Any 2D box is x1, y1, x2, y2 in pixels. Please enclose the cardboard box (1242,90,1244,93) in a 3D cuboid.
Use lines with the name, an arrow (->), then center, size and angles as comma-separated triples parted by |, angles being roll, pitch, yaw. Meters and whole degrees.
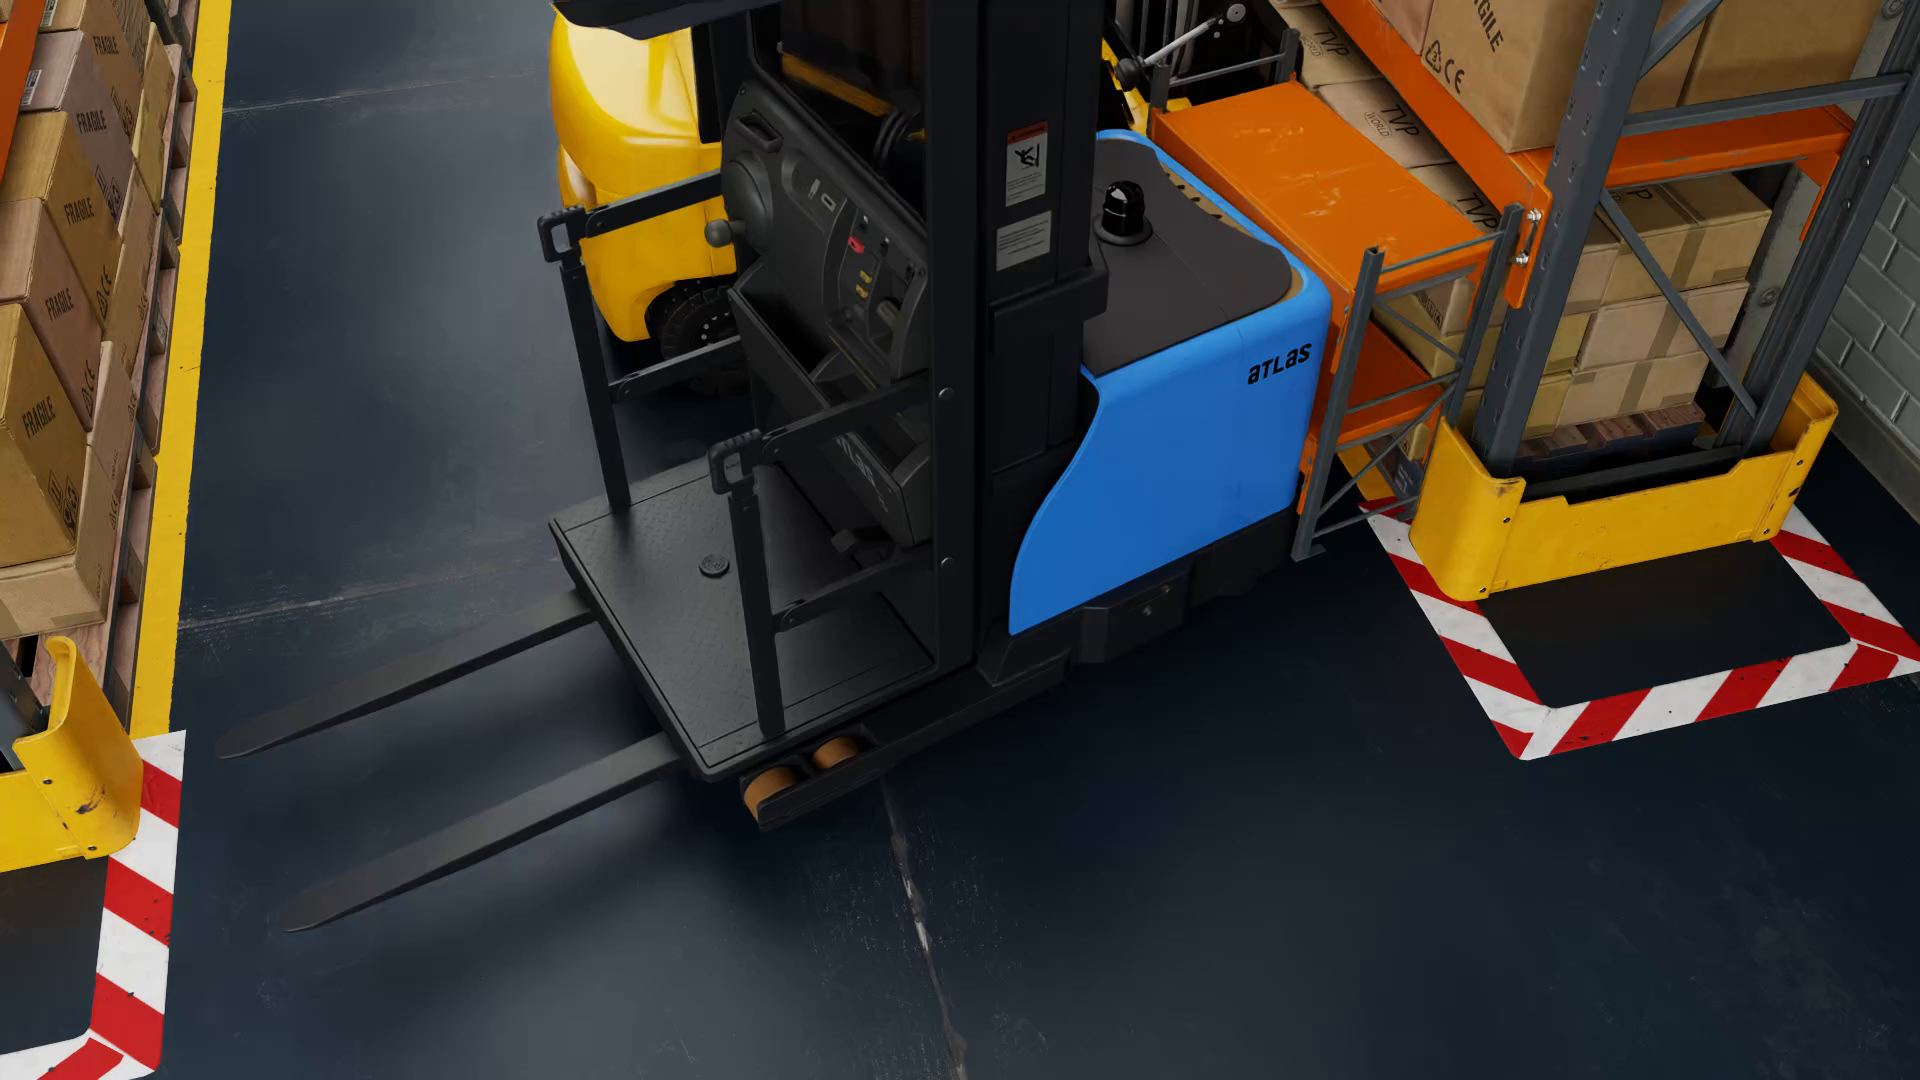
cardboard box -> 1.309, -1.434, 5.836 | 0.500, 0.250, 0.500 | -12, 47, -11

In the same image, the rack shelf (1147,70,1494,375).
rack shelf -> 1.020, -0.946, 4.811 | 0.538, 0.278, 1.000 | -19, 49, -20

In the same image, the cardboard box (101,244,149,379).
cardboard box -> -3.006, -0.704, 5.471 | 0.500, 0.250, 0.500 | -8, 46, -8

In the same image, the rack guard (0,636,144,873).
rack guard -> -2.811, 0.638, 4.274 | 1.175, 0.500, 0.348 | -11, 47, -10

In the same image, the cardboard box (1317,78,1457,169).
cardboard box -> 1.450, -1.241, 5.297 | 0.500, 0.250, 0.500 | -10, 46, -10

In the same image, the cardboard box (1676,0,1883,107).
cardboard box -> 2.148, -1.522, 4.571 | 0.500, 0.500, 0.500 | -9, 46, -9

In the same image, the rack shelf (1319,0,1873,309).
rack shelf -> 1.494, -2.223, 5.832 | 1.077, 0.370, 4.000 | -11, 47, -10

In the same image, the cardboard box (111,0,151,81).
cardboard box -> -3.404, -2.033, 6.249 | 0.500, 0.500, 0.500 | -11, 47, -11

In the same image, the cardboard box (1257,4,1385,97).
cardboard box -> 1.312, -1.588, 5.637 | 0.500, 0.250, 0.500 | -10, 46, -10

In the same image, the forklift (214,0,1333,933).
forklift -> -0.512, -0.688, 3.872 | 3.031, 2.935, 1.130 | -23, 50, -21

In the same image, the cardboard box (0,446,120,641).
cardboard box -> -2.730, 0.024, 4.758 | 0.500, 0.250, 0.500 | -11, 47, -11

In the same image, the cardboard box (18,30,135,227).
cardboard box -> -3.141, -1.331, 5.560 | 0.500, 0.500, 0.500 | -8, 46, -8

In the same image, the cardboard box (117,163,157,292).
cardboard box -> -3.132, -1.054, 5.814 | 0.500, 0.250, 0.500 | -10, 46, -10

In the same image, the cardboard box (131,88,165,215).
cardboard box -> -3.258, -1.406, 6.158 | 0.500, 0.250, 0.500 | -12, 47, -11

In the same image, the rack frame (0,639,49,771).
rack frame -> -2.791, -0.184, 3.330 | 1.000, 3.000, 0.127 | -11, 47, -10

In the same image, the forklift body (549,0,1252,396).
forklift body -> -0.243, -1.773, 5.482 | 2.313, 2.155, 1.214 | -11, 47, -10

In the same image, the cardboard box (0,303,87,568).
cardboard box -> -2.737, -0.255, 4.506 | 0.500, 0.500, 0.500 | -12, 47, -12

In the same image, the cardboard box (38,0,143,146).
cardboard box -> -3.272, -1.683, 5.905 | 0.500, 0.500, 0.500 | -10, 46, -10

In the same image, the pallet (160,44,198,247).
pallet -> -3.609, -1.513, 6.585 | 1.003, 0.211, 1.213 | -11, 47, -10

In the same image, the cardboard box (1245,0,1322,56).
cardboard box -> 1.189, -1.939, 5.981 | 0.500, 0.250, 0.500 | -12, 47, -11

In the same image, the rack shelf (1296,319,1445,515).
rack shelf -> 1.006, -0.569, 5.194 | 0.538, 0.278, 1.000 | -19, 49, -20

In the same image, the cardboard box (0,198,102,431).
cardboard box -> -2.875, -0.615, 4.859 | 0.500, 0.500, 0.500 | -12, 47, -12

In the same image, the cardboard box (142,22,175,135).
cardboard box -> -3.404, -1.771, 6.517 | 0.500, 0.250, 0.500 | -9, 46, -9

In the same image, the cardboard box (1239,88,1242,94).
cardboard box -> 1.184, -1.780, 6.175 | 0.500, 0.250, 0.500 | -11, 47, -10

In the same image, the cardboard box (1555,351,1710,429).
cardboard box -> 2.070, -0.654, 5.422 | 0.500, 0.250, 0.500 | -11, 47, -10

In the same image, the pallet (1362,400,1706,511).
pallet -> 1.770, -0.639, 5.728 | 1.003, 0.211, 1.213 | -11, 47, -10

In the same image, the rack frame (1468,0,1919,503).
rack frame -> 2.006, -1.094, 4.222 | 1.000, 3.000, 0.127 | -11, 47, -10

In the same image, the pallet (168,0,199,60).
pallet -> -4.016, -2.507, 7.559 | 1.003, 0.211, 1.213 | -11, 47, -10

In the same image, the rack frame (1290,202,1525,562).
rack frame -> 1.244, -0.413, 4.707 | 0.500, 1.125, 0.032 | -19, 49, -20

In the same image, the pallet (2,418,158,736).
pallet -> -2.984, 0.172, 4.934 | 1.003, 0.211, 1.213 | -11, 47, -10

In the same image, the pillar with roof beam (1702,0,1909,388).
pillar with roof beam -> -1.462, -3.053, 1.941 | 9.100, 9.000, 0.400 | -11, 47, -10

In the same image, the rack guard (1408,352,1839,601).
rack guard -> 2.012, -0.203, 5.099 | 1.175, 0.500, 0.348 | -11, 47, -10

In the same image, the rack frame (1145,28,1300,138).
rack frame -> 0.781, -1.067, 5.332 | 0.500, 1.125, 0.032 | -19, 49, -20

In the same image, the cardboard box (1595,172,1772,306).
cardboard box -> 2.066, -0.995, 5.056 | 0.500, 0.250, 0.500 | -11, 47, -11

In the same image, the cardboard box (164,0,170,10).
cardboard box -> -3.952, -2.535, 7.180 | 0.950, 0.372, 0.625 | -10, 46, -10

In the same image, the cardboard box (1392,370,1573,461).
cardboard box -> 1.581, -0.546, 5.316 | 0.500, 0.250, 0.500 | -10, 46, -10

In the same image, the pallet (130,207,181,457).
pallet -> -3.293, -0.669, 5.758 | 1.003, 0.211, 1.213 | -11, 47, -10

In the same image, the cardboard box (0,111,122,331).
cardboard box -> -2.995, -0.963, 5.200 | 0.500, 0.500, 0.500 | -10, 46, -10

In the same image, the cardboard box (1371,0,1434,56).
cardboard box -> 1.503, -1.781, 4.825 | 0.500, 0.500, 0.500 | -9, 46, -9

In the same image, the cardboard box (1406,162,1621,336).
cardboard box -> 1.587, -0.890, 4.953 | 0.500, 0.250, 0.500 | -9, 46, -9

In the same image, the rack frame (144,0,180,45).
rack frame -> -3.815, -2.946, 6.037 | 1.000, 3.000, 0.127 | -11, 47, -10

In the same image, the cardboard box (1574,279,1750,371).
cardboard box -> 2.087, -0.817, 5.231 | 0.500, 0.250, 0.500 | -10, 46, -10

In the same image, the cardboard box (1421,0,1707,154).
cardboard box -> 1.626, -1.421, 4.472 | 0.500, 0.500, 0.500 | -12, 47, -11

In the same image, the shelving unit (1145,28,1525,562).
shelving unit -> 1.012, -0.740, 5.019 | 0.538, 1.125, 1.048 | -19, 49, -20

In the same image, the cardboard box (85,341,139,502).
cardboard box -> -2.854, -0.330, 5.104 | 0.500, 0.250, 0.500 | -9, 46, -9

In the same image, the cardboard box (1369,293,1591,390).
cardboard box -> 1.579, -0.733, 5.149 | 0.500, 0.250, 0.500 | -11, 47, -11

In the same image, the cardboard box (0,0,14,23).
cardboard box -> -3.037, -1.638, 4.931 | 0.380, 0.149, 0.250 | -10, 46, -10
